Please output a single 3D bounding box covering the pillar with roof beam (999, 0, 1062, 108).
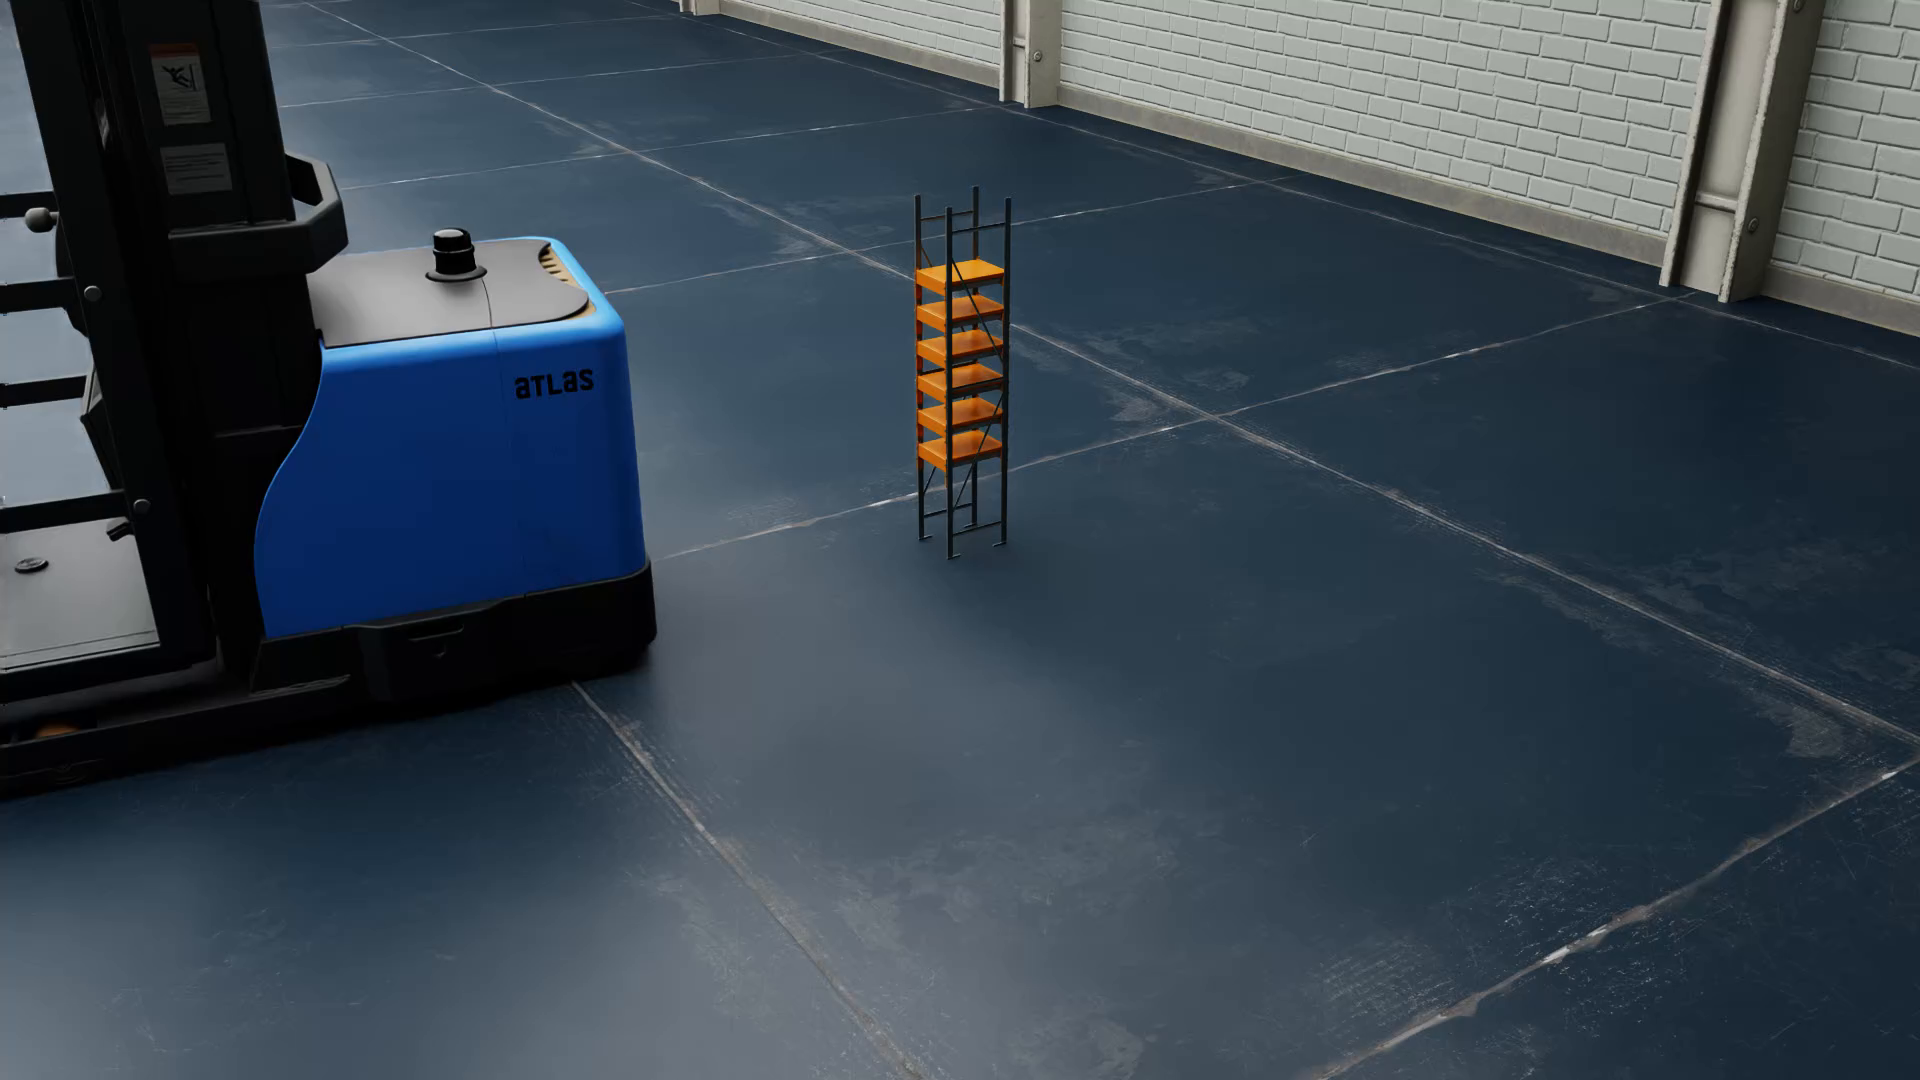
[{"bbox_3d":[-3.063,-6.490,8.957,9.100,9.000,0.400,-16,29,-30],"label":"pillar with roof beam"}]

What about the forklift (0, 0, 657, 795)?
[{"bbox_3d":[-2.475,-0.905,4.233,3.031,2.935,1.130,-10,27,-21],"label":"forklift"}]

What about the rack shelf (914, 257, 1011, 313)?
[{"bbox_3d":[0.008,-0.823,5.348,0.258,0.103,0.180,-16,29,-30],"label":"rack shelf"}]

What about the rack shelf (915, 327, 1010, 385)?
[{"bbox_3d":[0.008,-0.606,5.451,0.258,0.103,0.180,-16,29,-30],"label":"rack shelf"}]

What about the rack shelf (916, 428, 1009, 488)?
[{"bbox_3d":[0.008,-0.280,5.604,0.258,0.103,0.180,-16,29,-30],"label":"rack shelf"}]

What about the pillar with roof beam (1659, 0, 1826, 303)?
[{"bbox_3d":[0.212,-4.344,4.411,9.100,9.000,0.400,-16,29,-30],"label":"pillar with roof beam"}]

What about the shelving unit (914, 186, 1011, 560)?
[{"bbox_3d":[0.008,-0.537,5.483,0.258,1.200,0.189,-16,29,-30],"label":"shelving unit"}]

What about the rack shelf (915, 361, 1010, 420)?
[{"bbox_3d":[0.008,-0.497,5.502,0.258,0.103,0.180,-16,29,-30],"label":"rack shelf"}]

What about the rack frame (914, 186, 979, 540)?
[{"bbox_3d":[-0.042,-0.570,5.552,0.240,1.200,0.006,-16,29,-30],"label":"rack frame"}]

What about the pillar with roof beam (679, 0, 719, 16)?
[{"bbox_3d":[-6.339,-8.636,13.503,9.100,9.000,0.400,-16,29,-30],"label":"pillar with roof beam"}]

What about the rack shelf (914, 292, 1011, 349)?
[{"bbox_3d":[0.008,-0.714,5.399,0.258,0.103,0.180,-16,29,-30],"label":"rack shelf"}]

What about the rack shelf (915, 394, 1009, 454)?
[{"bbox_3d":[0.008,-0.389,5.553,0.258,0.103,0.180,-16,29,-30],"label":"rack shelf"}]

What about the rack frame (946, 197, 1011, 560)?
[{"bbox_3d":[0.058,-0.505,5.414,0.240,1.200,0.006,-16,29,-30],"label":"rack frame"}]
